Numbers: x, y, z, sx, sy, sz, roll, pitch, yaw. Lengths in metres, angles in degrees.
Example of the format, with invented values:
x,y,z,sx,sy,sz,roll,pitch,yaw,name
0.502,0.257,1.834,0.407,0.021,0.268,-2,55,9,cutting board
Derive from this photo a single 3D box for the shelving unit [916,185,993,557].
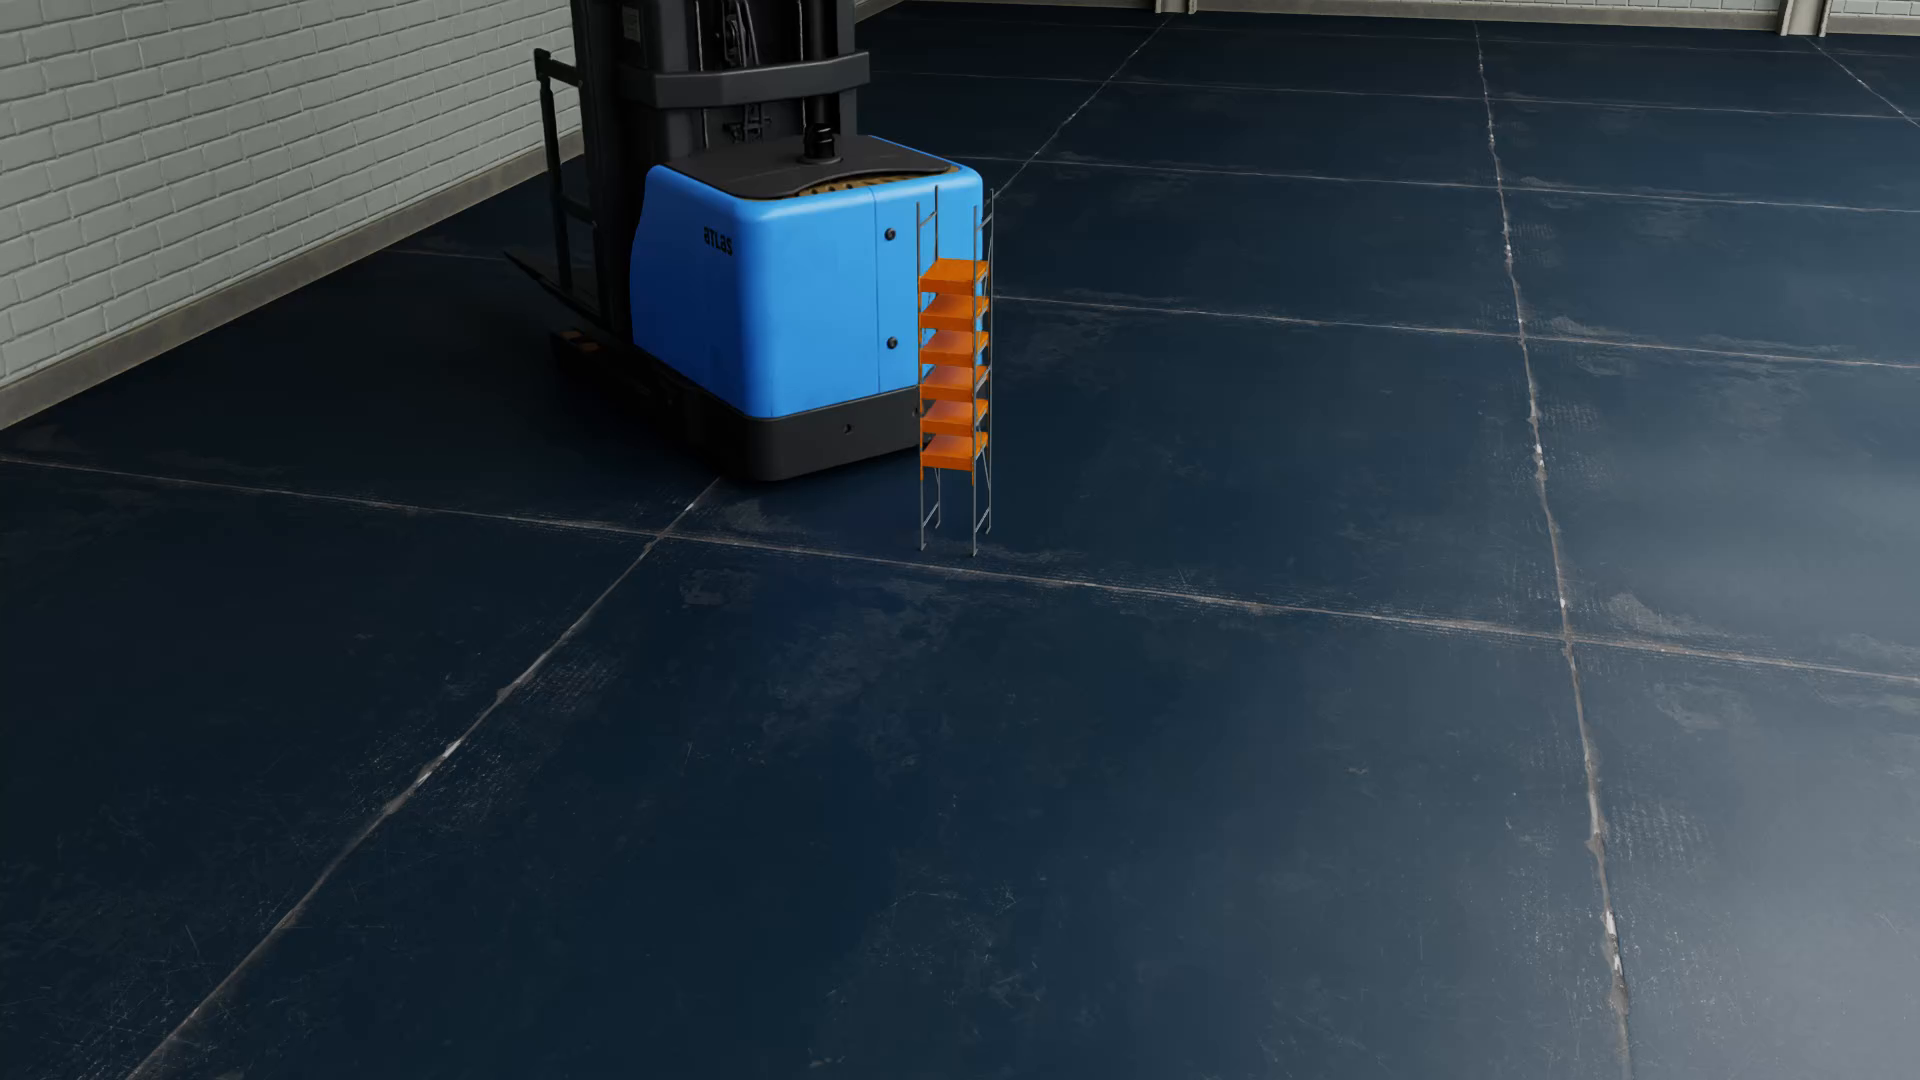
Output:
x,y,z,sx,sy,sz,roll,pitch,yaw,name
-0.014,-0.543,5.495,0.189,1.200,0.258,6,26,13,shelving unit

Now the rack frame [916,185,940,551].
x,y,z,sx,sy,sz,roll,pitch,yaw,name
-0.103,-0.553,5.516,0.006,1.200,0.240,6,26,13,rack frame

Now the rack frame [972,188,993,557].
x,y,z,sx,sy,sz,roll,pitch,yaw,name
0.075,-0.533,5.475,0.006,1.200,0.240,6,26,13,rack frame

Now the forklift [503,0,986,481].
x,y,z,sx,sy,sz,roll,pitch,yaw,name
-1.146,-2.117,6.787,1.130,2.935,3.031,-16,30,-31,forklift

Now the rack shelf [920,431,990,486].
x,y,z,sx,sy,sz,roll,pitch,yaw,name
-0.014,-0.286,5.618,0.180,0.103,0.258,6,26,13,rack shelf

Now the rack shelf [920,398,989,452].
x,y,z,sx,sy,sz,roll,pitch,yaw,name
-0.014,-0.395,5.566,0.180,0.103,0.258,6,26,13,rack shelf

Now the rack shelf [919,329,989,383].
x,y,z,sx,sy,sz,roll,pitch,yaw,name
-0.014,-0.612,5.463,0.180,0.103,0.258,6,26,13,rack shelf

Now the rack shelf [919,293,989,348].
x,y,z,sx,sy,sz,roll,pitch,yaw,name
-0.014,-0.720,5.411,0.180,0.103,0.258,6,26,13,rack shelf

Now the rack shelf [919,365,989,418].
x,y,z,sx,sy,sz,roll,pitch,yaw,name
-0.014,-0.503,5.514,0.180,0.103,0.258,6,26,13,rack shelf

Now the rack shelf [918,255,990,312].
x,y,z,sx,sy,sz,roll,pitch,yaw,name
-0.014,-0.828,5.360,0.180,0.103,0.258,6,26,13,rack shelf

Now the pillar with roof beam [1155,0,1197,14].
x,y,z,sx,sy,sz,roll,pitch,yaw,name
1.175,-7.775,11.613,0.400,9.000,9.100,6,26,13,pillar with roof beam

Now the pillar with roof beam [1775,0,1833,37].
x,y,z,sx,sy,sz,roll,pitch,yaw,name
6.986,-7.133,10.263,0.400,9.000,9.100,6,26,13,pillar with roof beam
